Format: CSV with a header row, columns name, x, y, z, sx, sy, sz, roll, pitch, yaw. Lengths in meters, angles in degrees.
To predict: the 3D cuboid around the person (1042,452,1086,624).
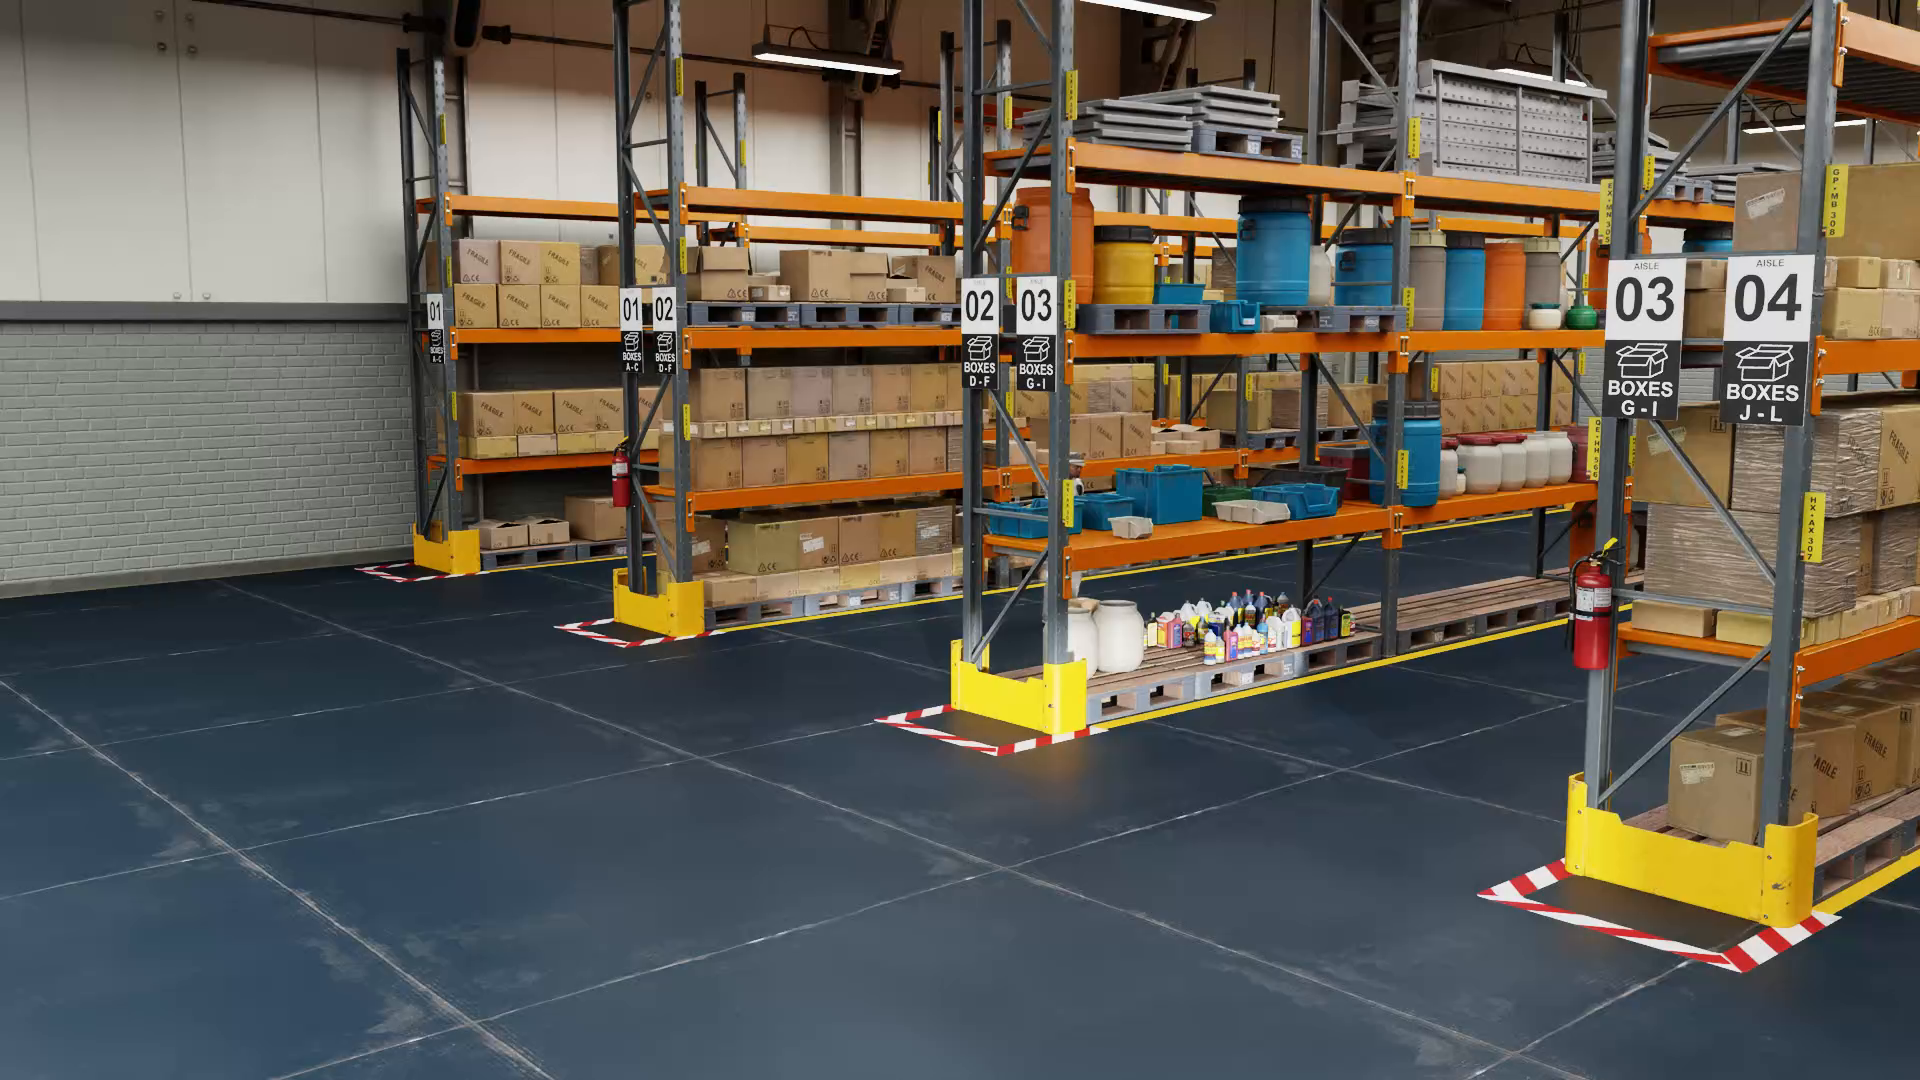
name,x,y,z,sx,sy,sz,roll,pitch,yaw
person,1.006,-0.023,15.950,0.531,1.664,0.391,-7,10,-44
